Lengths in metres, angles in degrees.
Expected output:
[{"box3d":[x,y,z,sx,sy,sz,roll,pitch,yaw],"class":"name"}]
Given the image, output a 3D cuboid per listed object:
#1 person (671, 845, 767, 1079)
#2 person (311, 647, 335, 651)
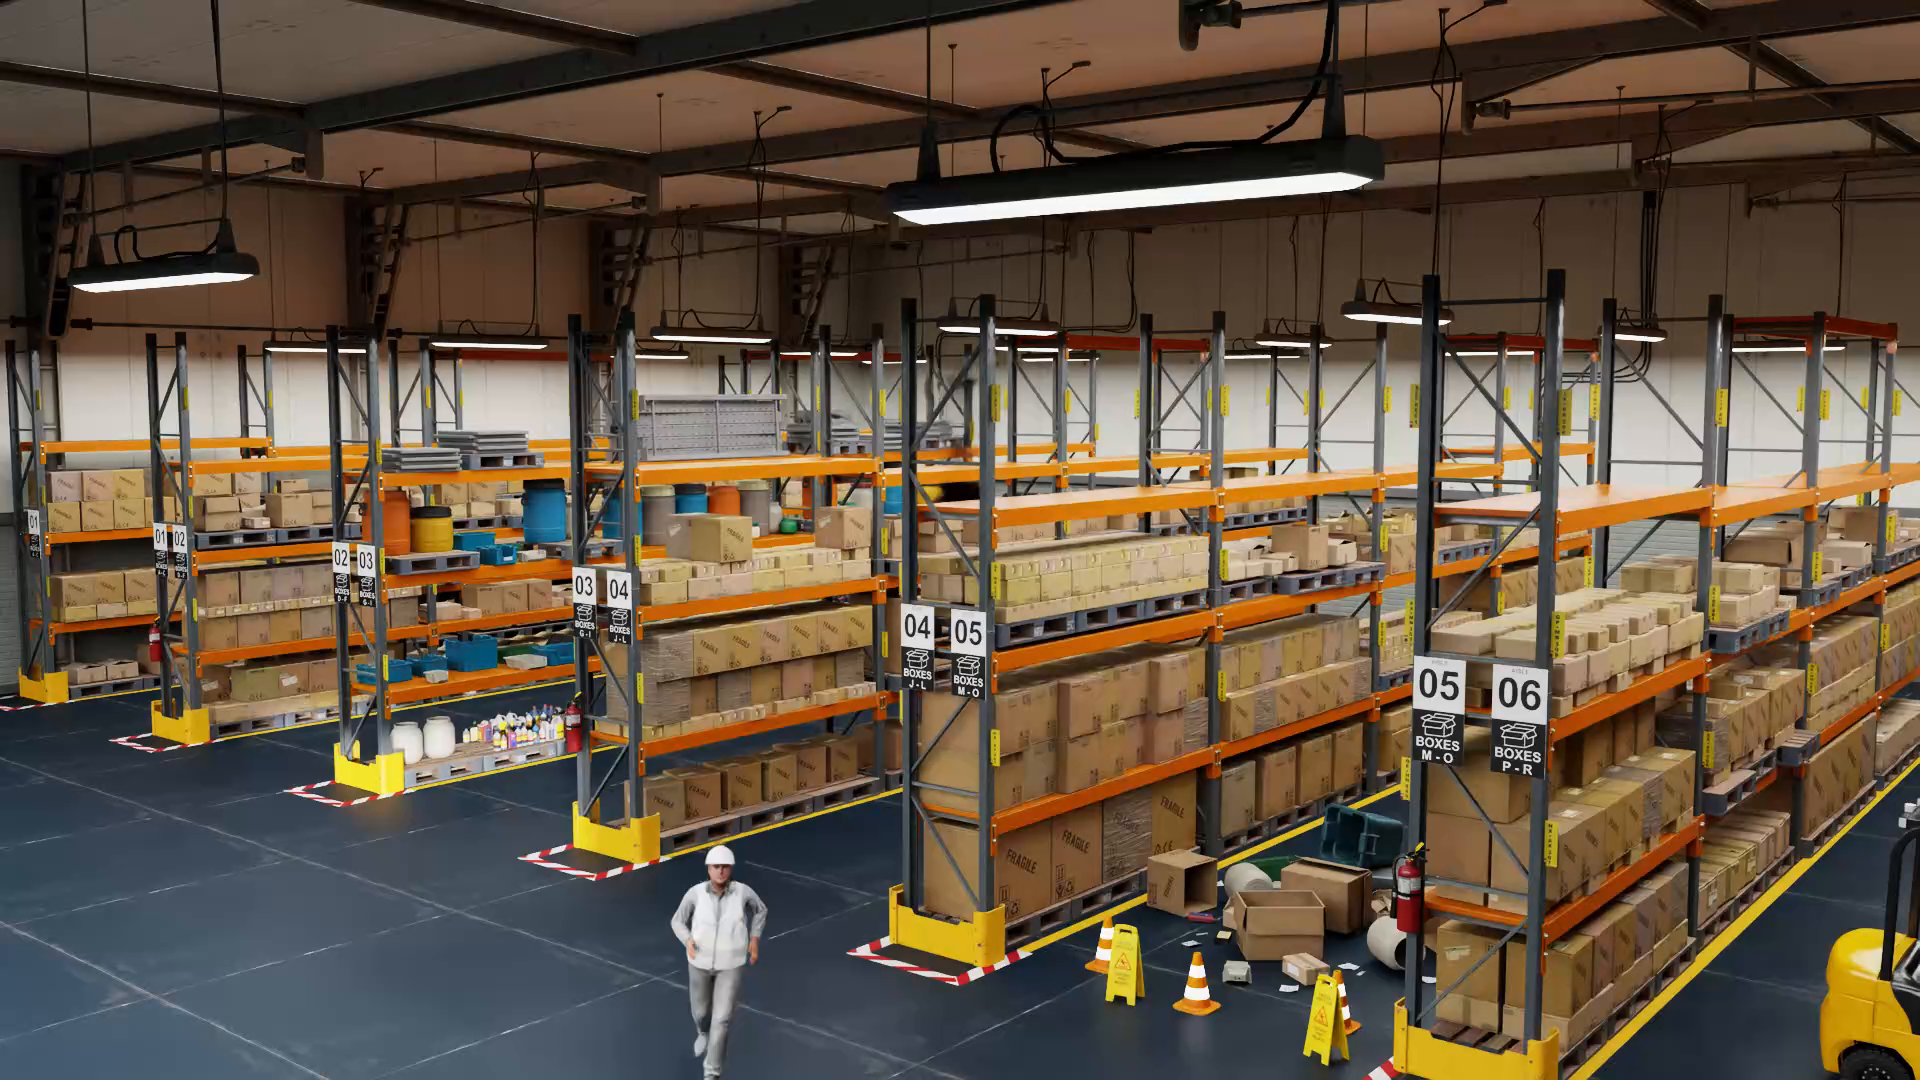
[{"box3d":[-1.808,3.159,12.417,0.698,1.773,0.976,0,5,0],"class":"person"},{"box3d":[-11.239,1.793,29.193,0.606,1.503,0.810,1,5,11],"class":"person"}]
